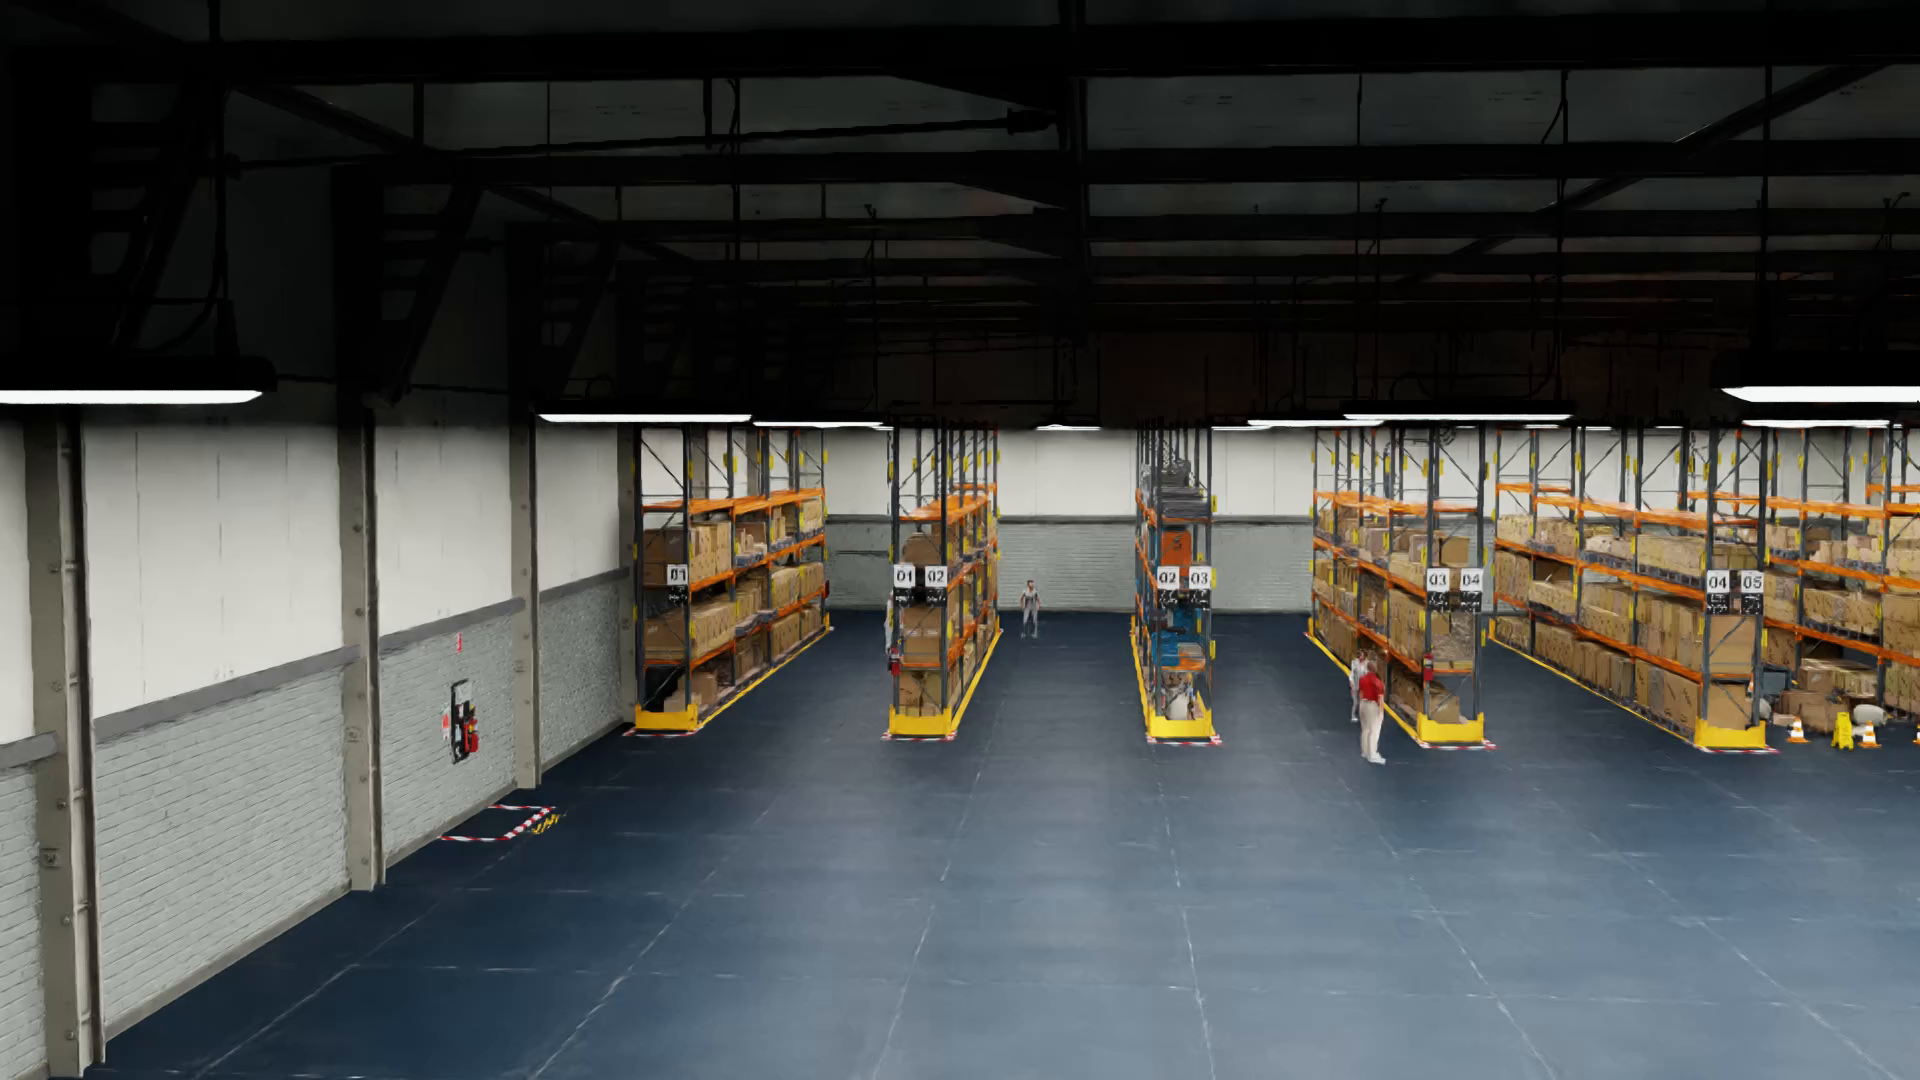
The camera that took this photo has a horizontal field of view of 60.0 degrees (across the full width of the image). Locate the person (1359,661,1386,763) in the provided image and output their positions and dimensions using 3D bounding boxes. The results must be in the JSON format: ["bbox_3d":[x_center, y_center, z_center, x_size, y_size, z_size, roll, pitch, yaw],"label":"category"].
[{"bbox_3d":[7.182,2.960,28.875,0.450,1.737,0.595,-2,4,-25],"label":"person"}]

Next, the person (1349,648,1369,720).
[{"bbox_3d":[7.781,2.838,32.337,0.417,1.517,1.036,0,4,7],"label":"person"}]

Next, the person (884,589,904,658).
[{"bbox_3d":[-1.672,2.101,42.172,0.548,1.709,1.128,0,4,2],"label":"person"}]

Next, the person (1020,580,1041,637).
[{"bbox_3d":[1.962,1.898,46.317,0.580,1.618,0.507,0,4,3],"label":"person"}]
